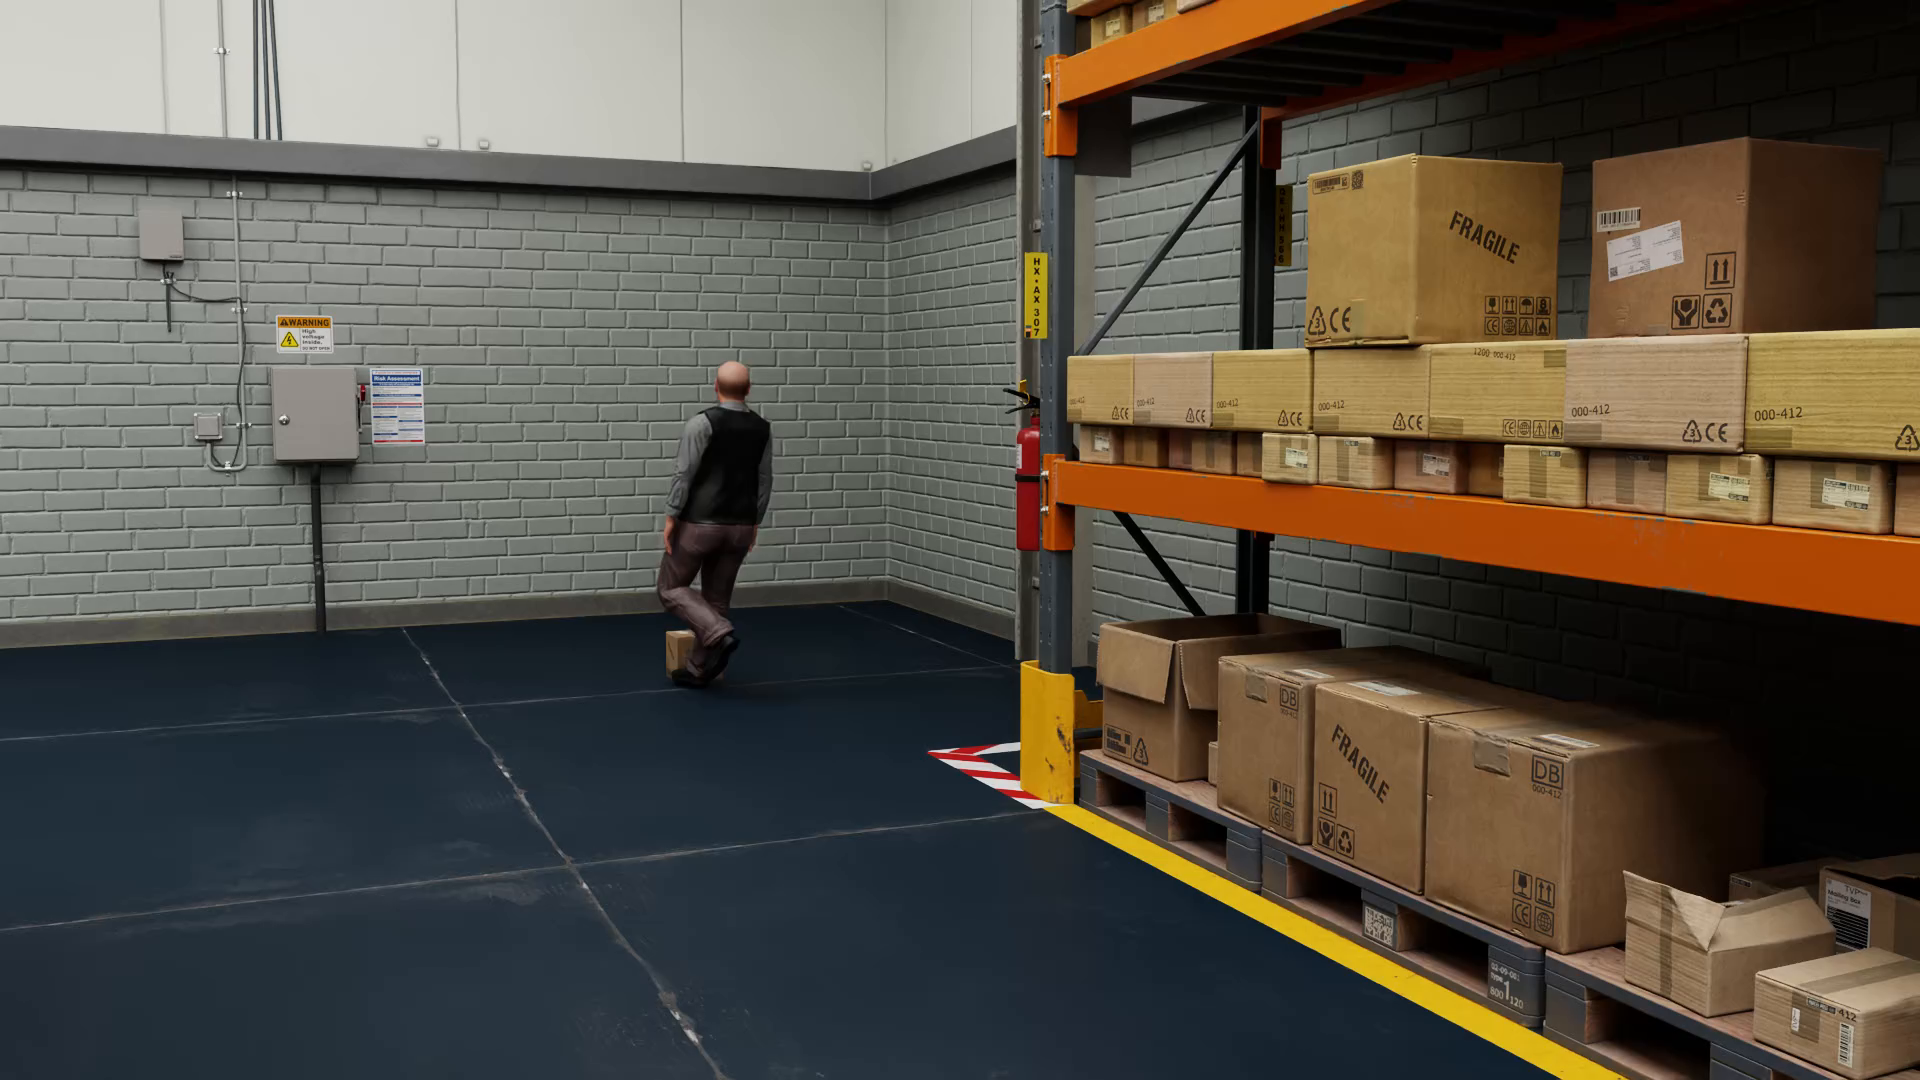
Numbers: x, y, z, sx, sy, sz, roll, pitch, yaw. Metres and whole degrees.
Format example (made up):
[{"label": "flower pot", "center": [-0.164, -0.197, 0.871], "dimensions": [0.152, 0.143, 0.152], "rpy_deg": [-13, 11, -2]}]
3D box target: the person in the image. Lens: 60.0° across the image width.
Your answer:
[{"label": "person", "center": [-1.314, -0.070, 8.614], "dimensions": [0.603, 1.699, 0.675], "rpy_deg": [-4, 7, -39]}]
